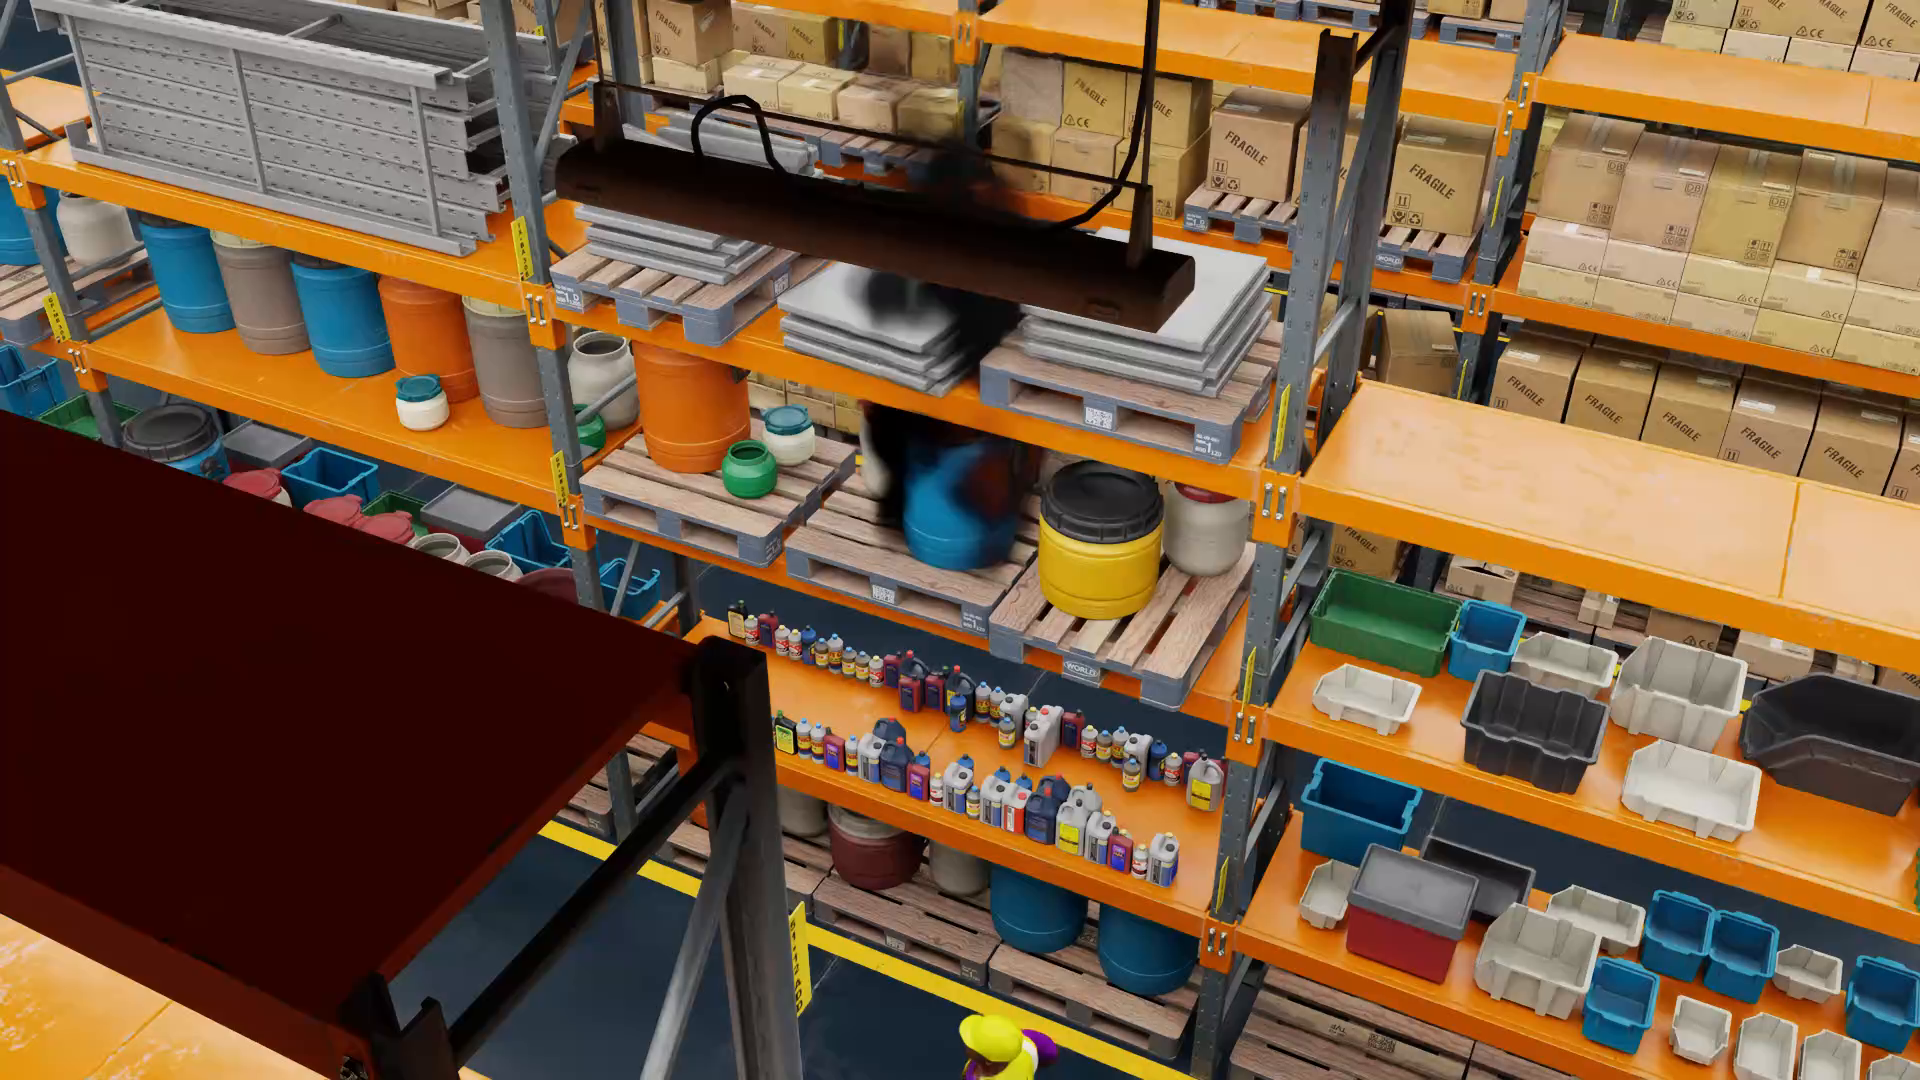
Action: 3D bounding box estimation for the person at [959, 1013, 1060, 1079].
[{"bbox_3d":[0.117,2.820,7.842,0.830,1.770,0.731,11,37,16],"label":"person"}]
